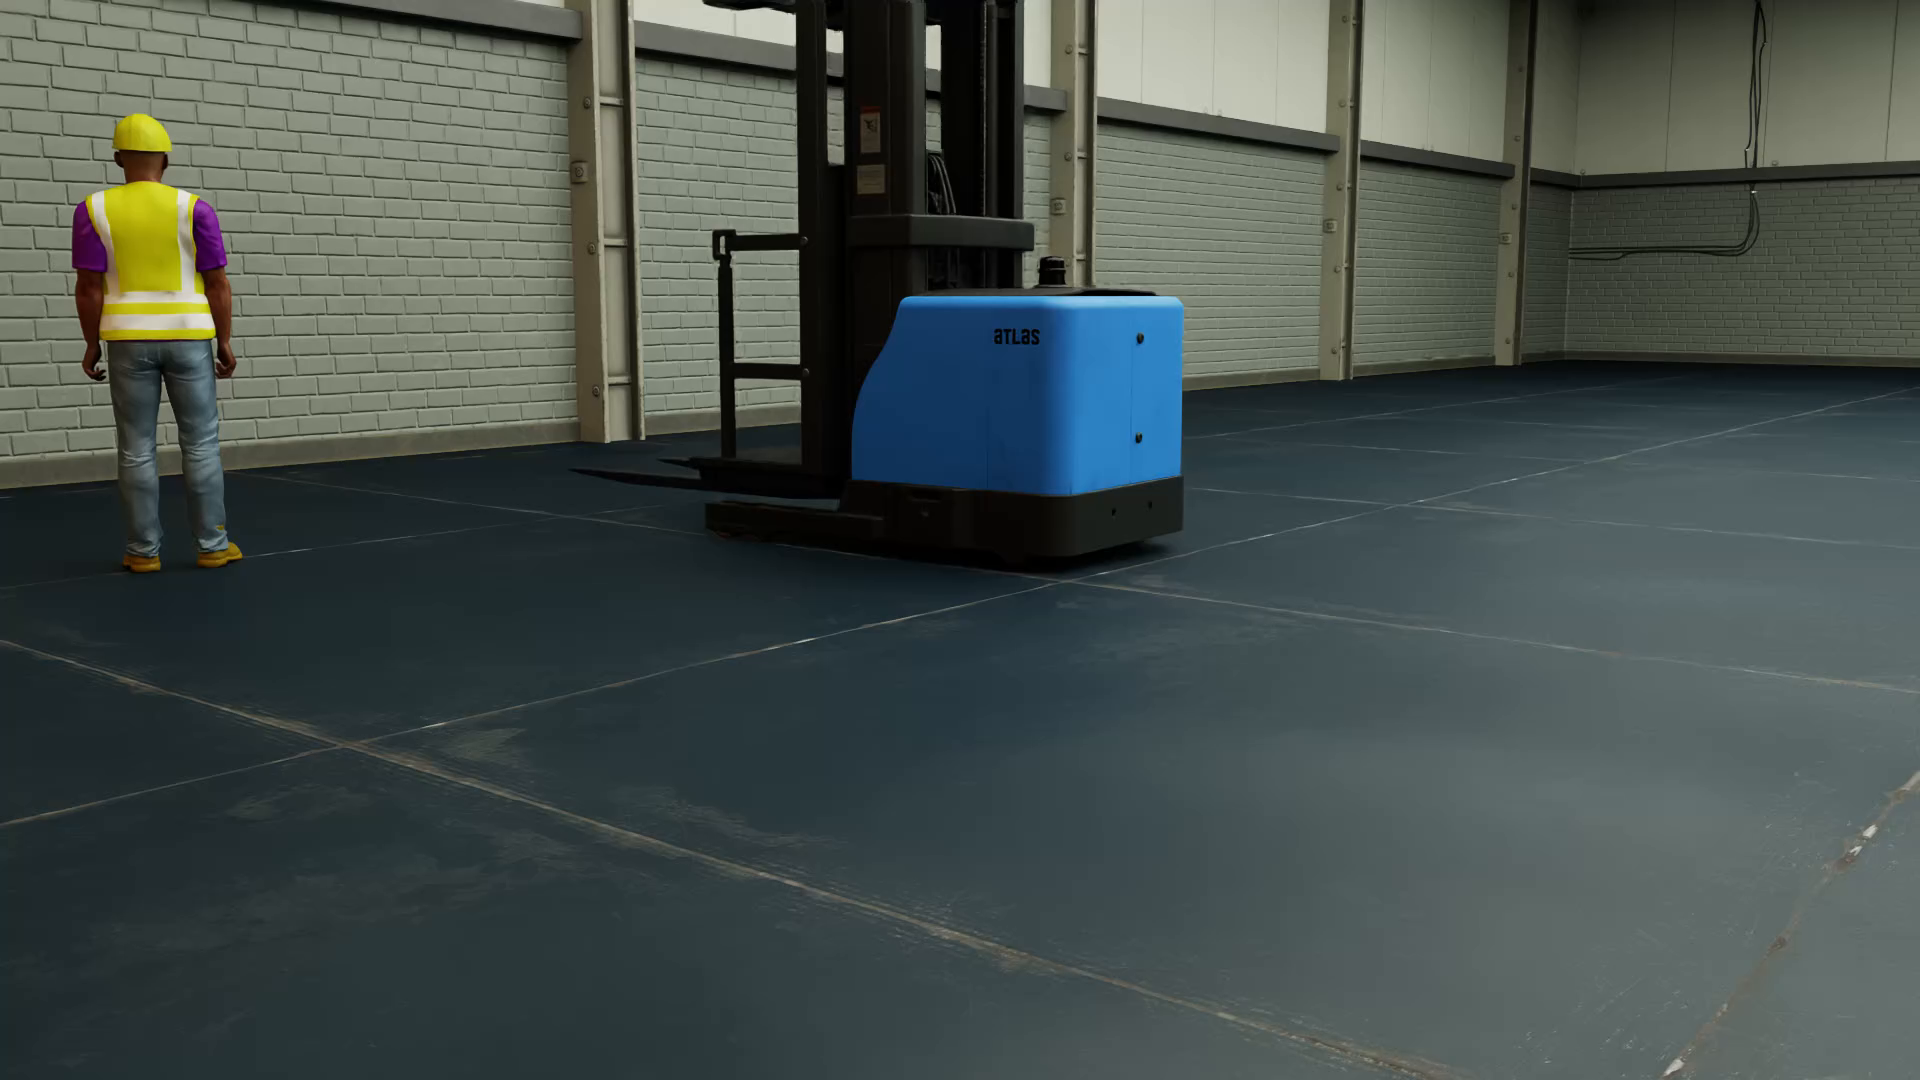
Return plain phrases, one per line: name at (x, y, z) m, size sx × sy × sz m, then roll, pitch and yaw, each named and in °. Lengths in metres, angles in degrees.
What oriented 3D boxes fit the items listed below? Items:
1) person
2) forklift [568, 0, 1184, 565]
person at (-3.152, -0.766, 6.548) m, size 0.551 × 1.770 × 0.394 m, roll -3°, pitch 9°, yaw -23°
forklift at (-0.529, -1.496, 7.504) m, size 3.031 × 2.935 × 1.130 m, roll 6°, pitch 10°, yaw 35°
